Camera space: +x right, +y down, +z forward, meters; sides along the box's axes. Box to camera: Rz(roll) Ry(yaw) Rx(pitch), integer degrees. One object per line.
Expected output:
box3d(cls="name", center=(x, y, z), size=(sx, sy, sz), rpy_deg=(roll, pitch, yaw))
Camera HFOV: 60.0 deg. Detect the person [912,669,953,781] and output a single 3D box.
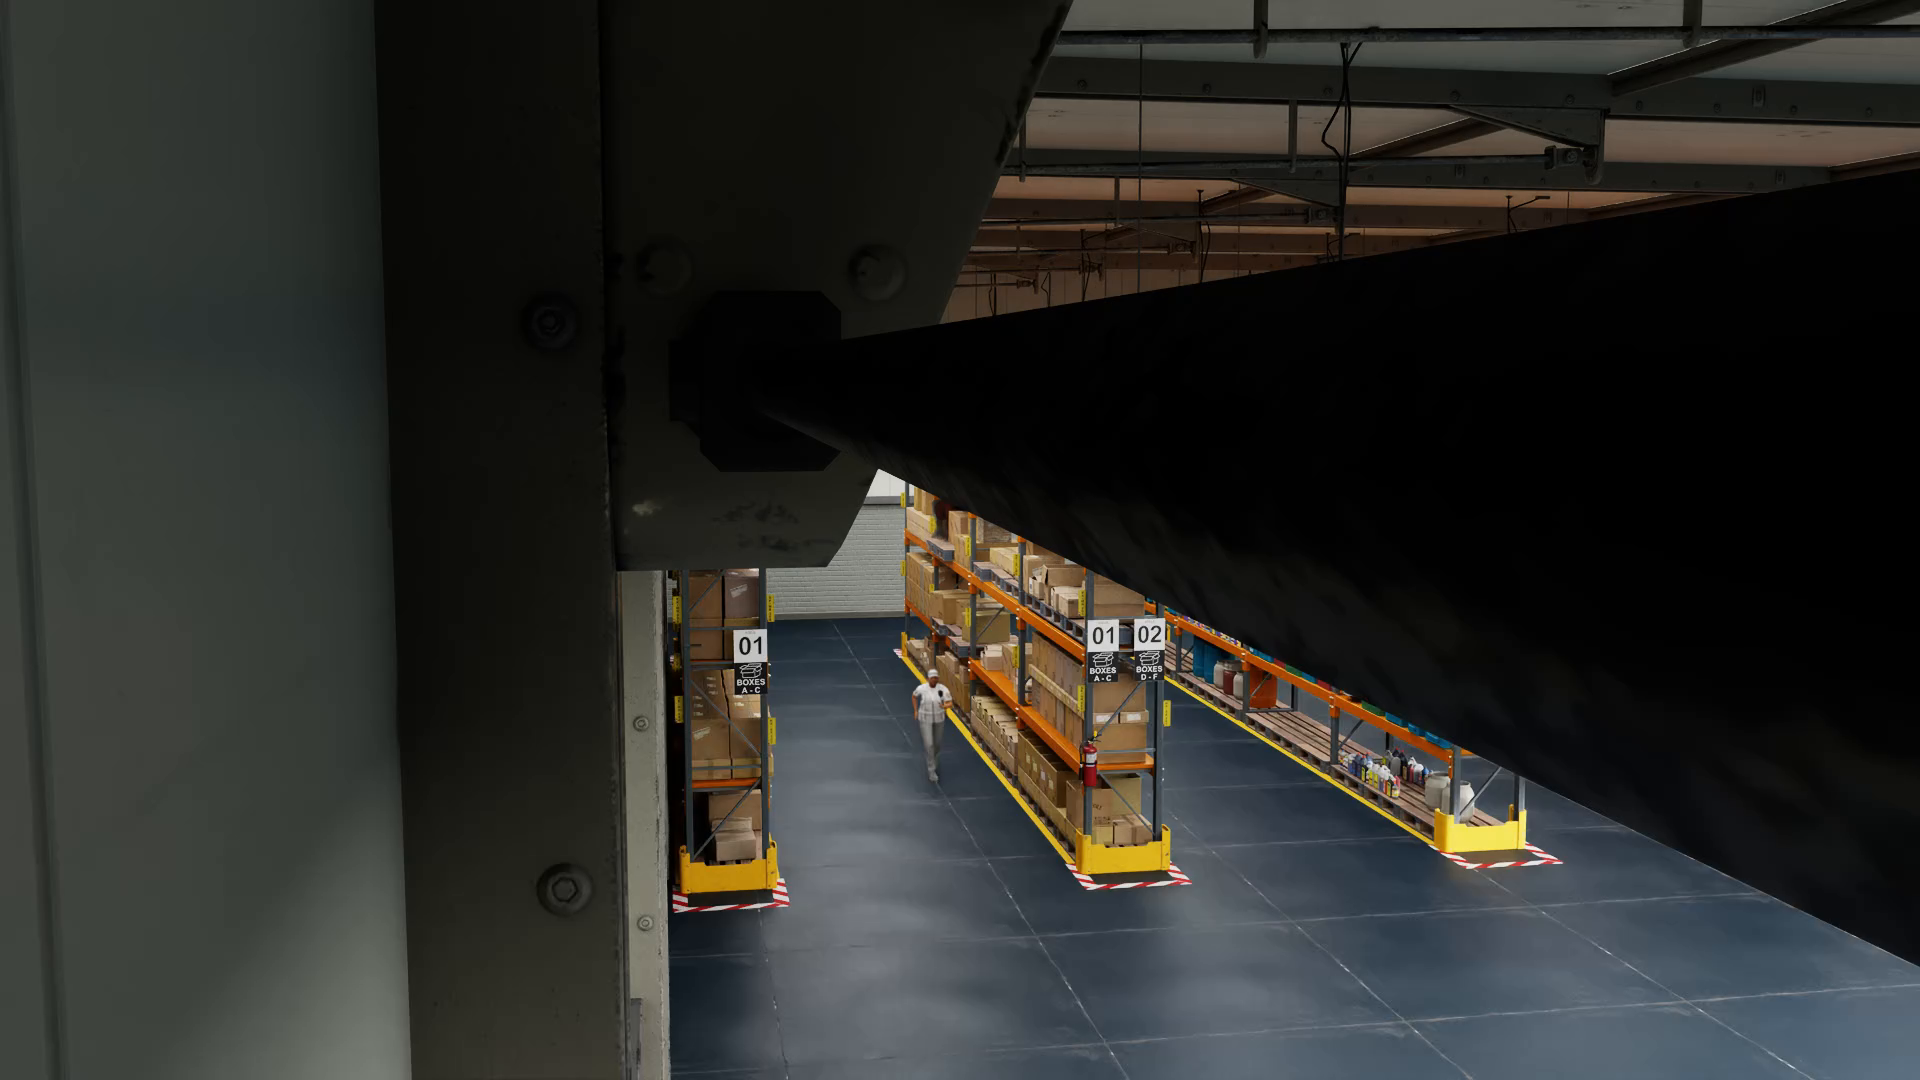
box3d(cls="person", center=(-0.422, 2.811, 25.768), size=(0.599, 1.668, 0.937), rpy_deg=(-1, 6, -10))
